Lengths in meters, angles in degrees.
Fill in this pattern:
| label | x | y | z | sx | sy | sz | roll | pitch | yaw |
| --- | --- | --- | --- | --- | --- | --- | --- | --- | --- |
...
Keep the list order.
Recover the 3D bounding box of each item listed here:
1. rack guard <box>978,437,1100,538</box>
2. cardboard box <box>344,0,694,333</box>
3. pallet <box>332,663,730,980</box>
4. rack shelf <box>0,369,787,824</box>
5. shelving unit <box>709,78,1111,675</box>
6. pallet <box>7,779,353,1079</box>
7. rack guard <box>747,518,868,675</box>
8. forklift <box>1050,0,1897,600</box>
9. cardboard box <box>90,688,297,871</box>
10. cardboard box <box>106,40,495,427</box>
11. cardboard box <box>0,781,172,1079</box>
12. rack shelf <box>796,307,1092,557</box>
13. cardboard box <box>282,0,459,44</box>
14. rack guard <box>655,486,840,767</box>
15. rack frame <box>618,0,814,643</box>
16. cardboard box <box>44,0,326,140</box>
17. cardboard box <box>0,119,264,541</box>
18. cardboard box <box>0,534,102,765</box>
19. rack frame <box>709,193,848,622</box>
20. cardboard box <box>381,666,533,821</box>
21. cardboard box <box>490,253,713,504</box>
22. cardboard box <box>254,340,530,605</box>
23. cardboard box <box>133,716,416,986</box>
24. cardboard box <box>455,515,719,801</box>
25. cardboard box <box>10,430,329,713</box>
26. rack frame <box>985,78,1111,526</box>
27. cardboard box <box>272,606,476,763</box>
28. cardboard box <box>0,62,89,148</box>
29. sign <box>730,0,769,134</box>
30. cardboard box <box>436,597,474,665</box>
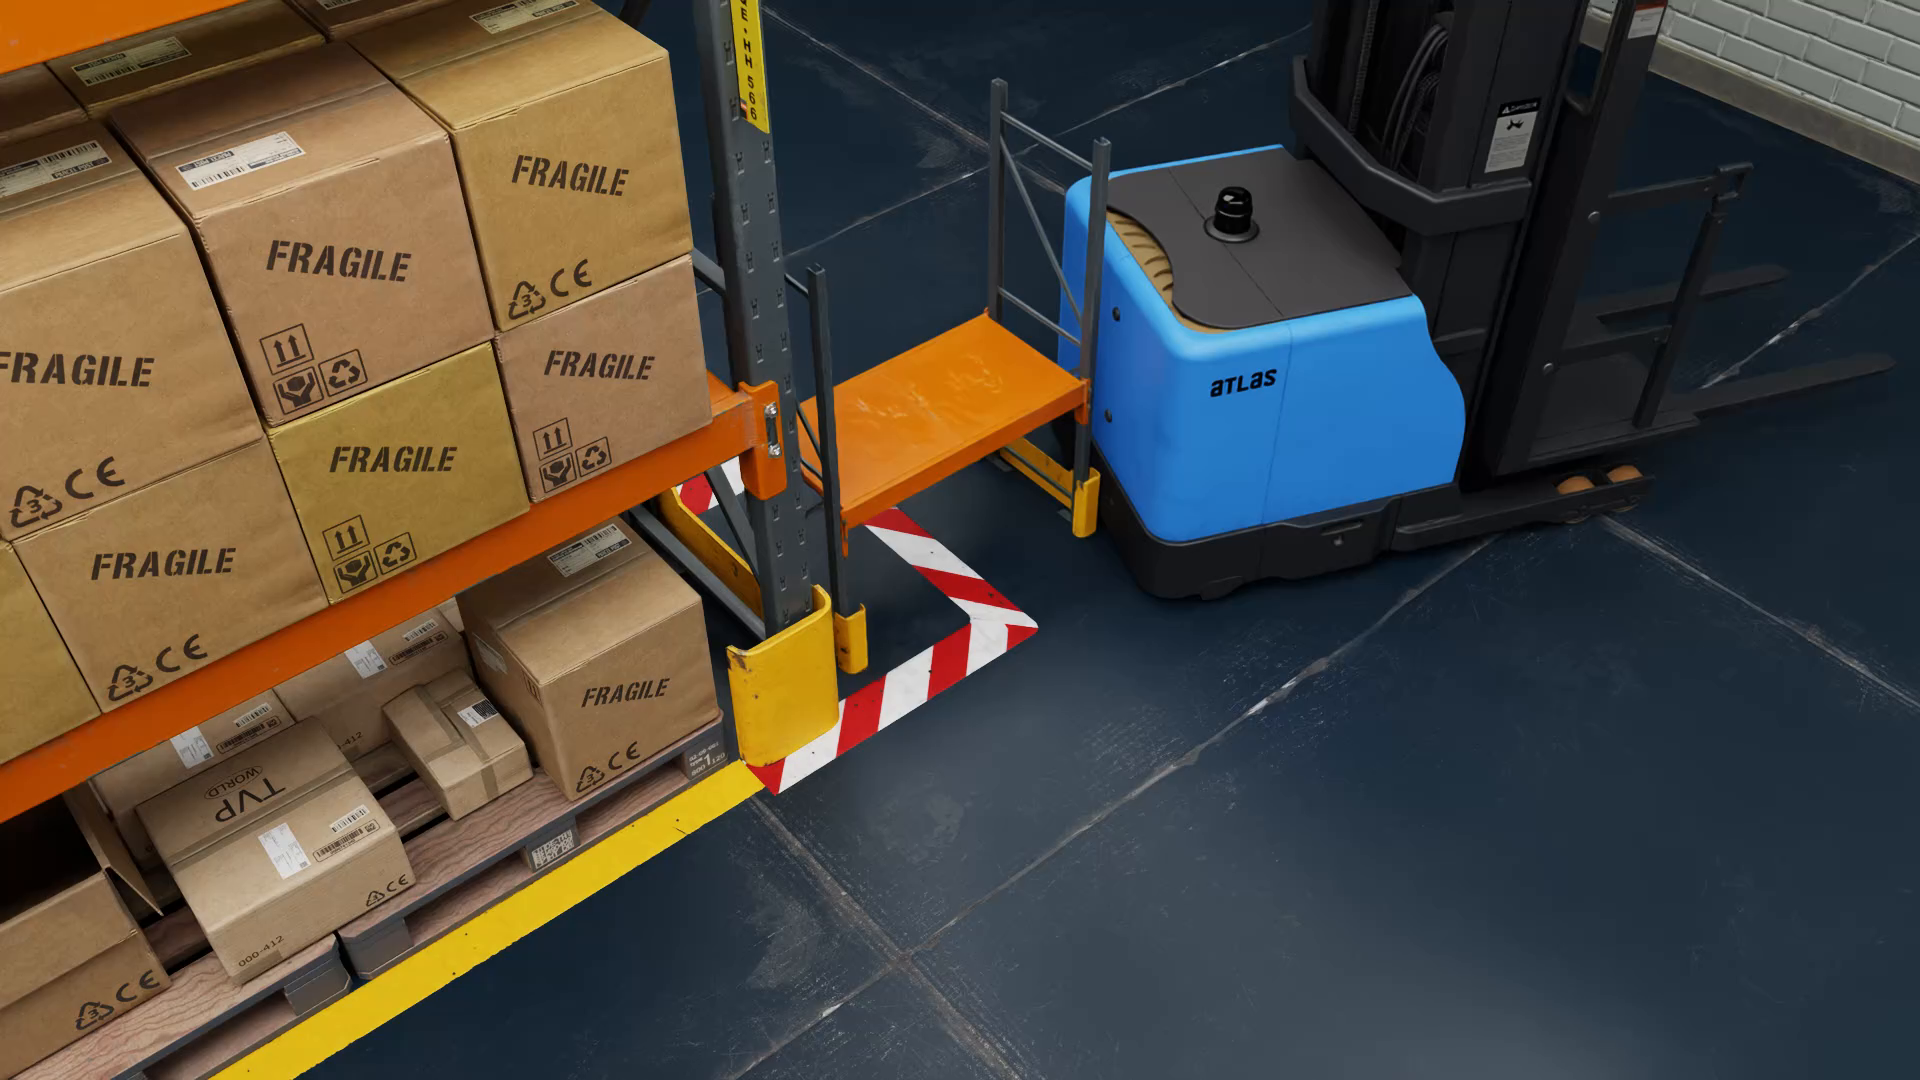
| label | x | y | z | sx | sy | sz | roll | pitch | yaw |
| --- | --- | --- | --- | --- | --- | --- | --- | --- | --- |
| rack guard | 0.263 | -0.264 | 5.848 | 0.087 | 0.250 | 0.587 | -30 | 51 | -28 |
| cardboard box | -0.961 | -0.866 | 3.677 | 0.500 | 0.500 | 0.500 | -30 | 51 | -28 |
| pallet | -1.465 | 0.596 | 4.962 | 1.213 | 0.211 | 1.003 | -30 | 51 | -28 |
| rack shelf | -2.330 | 0.336 | 3.727 | 4.000 | 0.370 | 1.077 | -30 | 51 | -28 |
| shelving unit | -0.120 | -0.502 | 5.189 | 1.083 | 1.500 | 0.587 | -30 | 51 | -28 |
| pallet | -2.400 | 1.129 | 4.394 | 1.213 | 0.211 | 1.003 | -30 | 51 | -28 |
| rack guard | -0.504 | 0.171 | 5.385 | 0.087 | 0.250 | 0.587 | -30 | 51 | -28 |
| forklift | 1.906 | -1.460 | 5.164 | 3.031 | 2.935 | 1.130 | -12 | 45 | -13 |
| cardboard box | -2.162 | 0.566 | 4.643 | 0.500 | 0.250 | 0.500 | -30 | 51 | -28 |
| cardboard box | -1.348 | -0.643 | 3.441 | 0.500 | 0.500 | 0.500 | -28 | 50 | -27 |
| cardboard box | -2.426 | 0.874 | 4.131 | 0.637 | 0.503 | 0.797 | -30 | 51 | -28 |
| rack shelf | -0.127 | -0.367 | 5.308 | 1.000 | 0.185 | 0.538 | -30 | 51 | -28 |
| cardboard box | -1.305 | -1.149 | 3.979 | 0.500 | 0.500 | 0.500 | -28 | 50 | -27 |
| rack guard | -0.854 | 0.140 | 5.236 | 0.348 | 0.500 | 1.175 | -30 | 51 | -28 |
| rack frame | -0.796 | -0.805 | 4.416 | 0.127 | 3.000 | 1.000 | -30 | 51 | -28 |
| cardboard box | -1.701 | -0.916 | 3.730 | 0.500 | 0.500 | 0.500 | -29 | 51 | -27 |
| cardboard box | -1.742 | -0.413 | 3.195 | 0.500 | 0.500 | 0.500 | -28 | 50 | -27 |
| cardboard box | -2.133 | 0.166 | 3.309 | 0.500 | 0.500 | 0.500 | -31 | 51 | -28 |
| rack frame | -0.518 | -0.276 | 4.948 | 0.032 | 1.500 | 0.500 | -30 | 51 | -28 |
| cardboard box | -1.423 | 0.567 | 4.704 | 0.250 | 0.166 | 0.380 | -30 | 51 | -28 |
| cardboard box | -0.965 | -0.501 | 4.020 | 0.500 | 0.500 | 0.500 | -28 | 50 | -27 |
| cardboard box | -1.360 | -0.272 | 3.775 | 0.500 | 0.500 | 0.500 | -29 | 51 | -28 |
| cardboard box | -1.803 | 0.807 | 4.387 | 0.500 | 0.250 | 0.500 | -30 | 51 | -28 |
| cardboard box | -1.055 | 0.314 | 4.729 | 0.500 | 0.500 | 0.500 | -30 | 51 | -28 |
| cardboard box | -1.746 | -0.056 | 3.545 | 0.500 | 0.500 | 0.500 | -29 | 51 | -28 |
| rack frame | 0.264 | -0.720 | 5.421 | 0.032 | 1.500 | 0.500 | -30 | 51 | -28 |
| cardboard box | -1.778 | 0.347 | 4.877 | 0.500 | 0.250 | 0.500 | -30 | 51 | -28 |
| cardboard box | -2.088 | -0.698 | 3.499 | 0.500 | 0.500 | 0.500 | -29 | 50 | -27 |
| sign | -0.455 | -1.042 | 3.591 | 0.005 | 0.325 | 0.100 | -30 | 51 | -28 |
| cardboard box | -1.529 | 0.181 | 5.114 | 0.250 | 0.166 | 0.380 | -30 | 51 | -28 |
